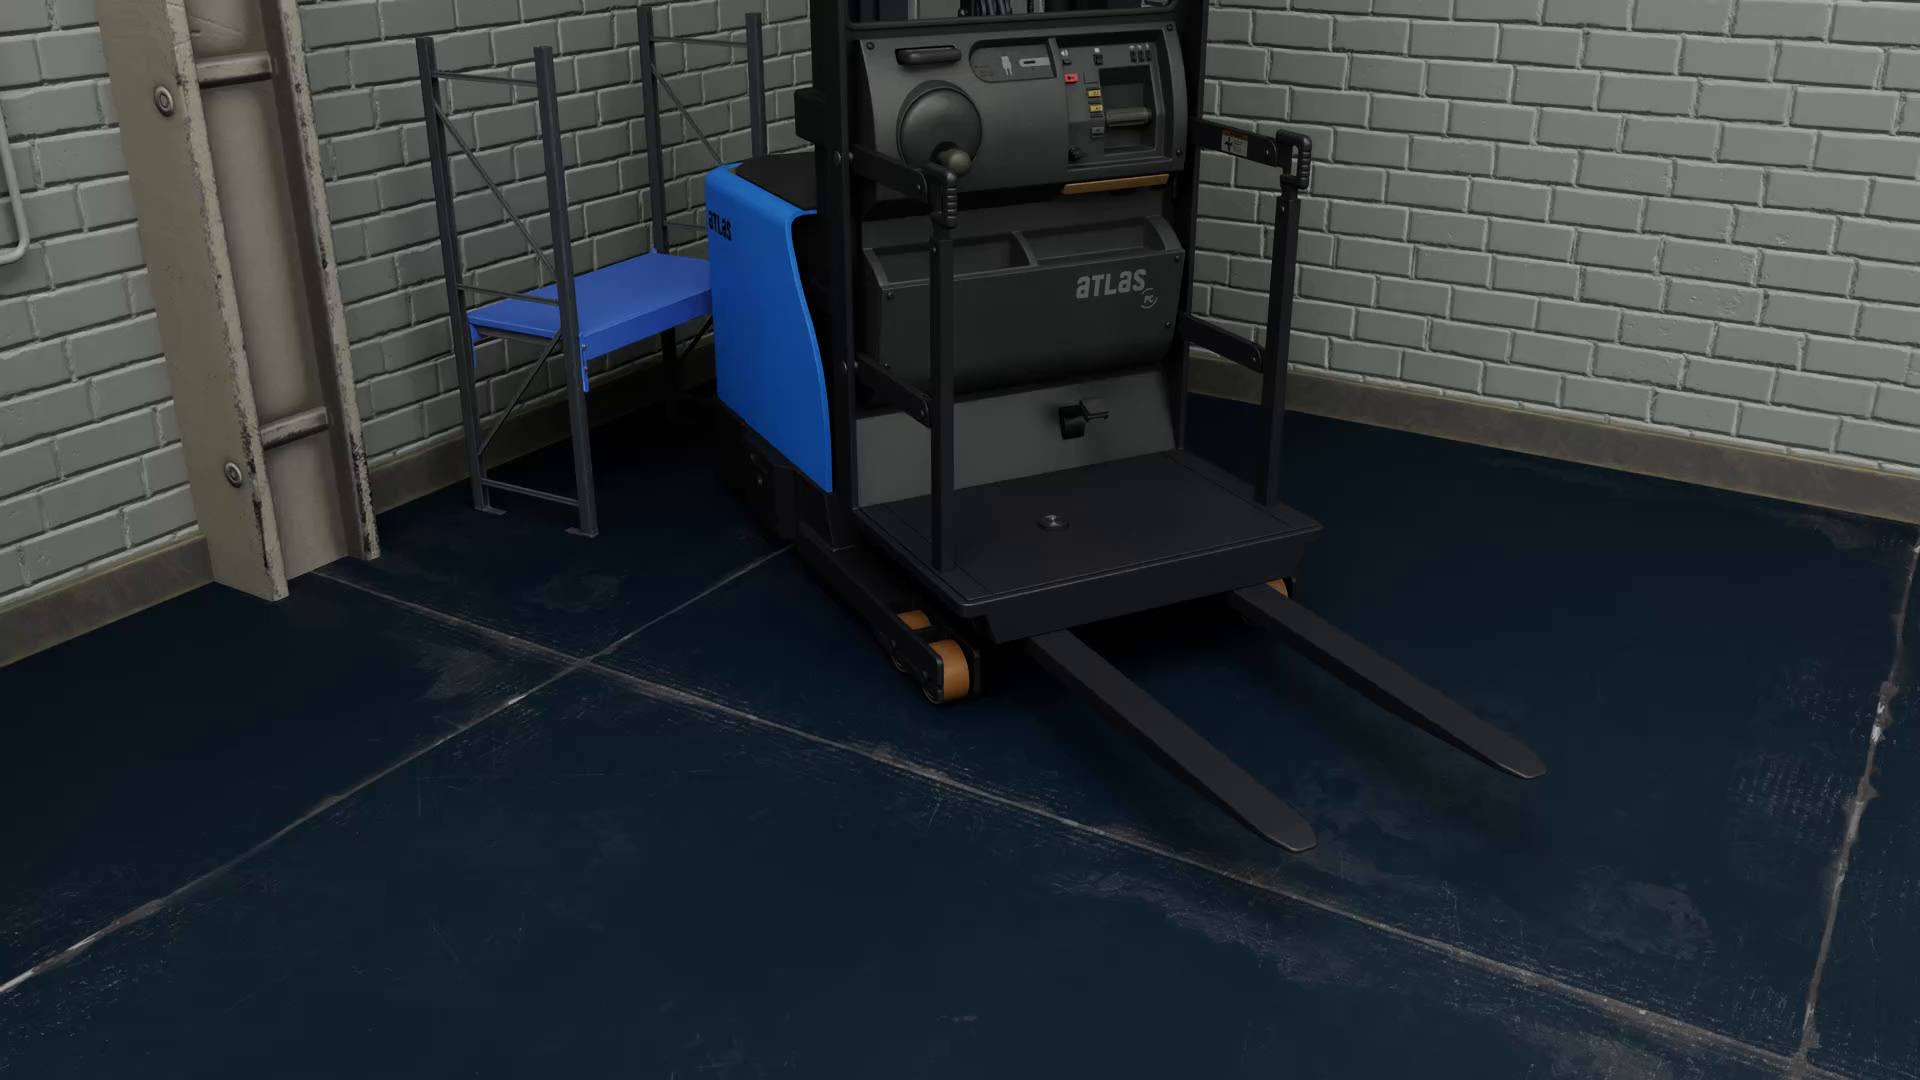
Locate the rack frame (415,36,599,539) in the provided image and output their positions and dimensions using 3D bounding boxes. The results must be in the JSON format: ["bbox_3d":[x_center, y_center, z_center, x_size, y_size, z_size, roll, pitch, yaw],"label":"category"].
[{"bbox_3d":[-1.374,-0.745,5.082,0.500,1.500,0.032,12,26,26],"label":"rack frame"}]

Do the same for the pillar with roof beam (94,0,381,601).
[{"bbox_3d":[1.636,-3.147,1.193,9.100,9.000,0.400,14,27,29],"label":"pillar with roof beam"}]

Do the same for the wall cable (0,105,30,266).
[{"bbox_3d":[-2.839,-1.301,3.200,0.084,1.984,1.851,14,27,29],"label":"wall cable"}]

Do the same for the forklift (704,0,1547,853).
[{"bbox_3d":[0.279,-1.124,4.157,1.130,2.935,3.031,-11,26,-24],"label":"forklift"}]

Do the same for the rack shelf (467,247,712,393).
[{"bbox_3d":[-1.129,-0.756,5.562,0.538,0.185,1.000,12,26,26],"label":"rack shelf"}]

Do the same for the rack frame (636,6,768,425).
[{"bbox_3d":[-0.883,-1.098,5.899,0.500,1.500,0.032,12,26,26],"label":"rack frame"}]

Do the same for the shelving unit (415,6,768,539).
[{"bbox_3d":[-1.129,-0.922,5.490,0.538,1.500,1.048,12,26,26],"label":"shelving unit"}]
